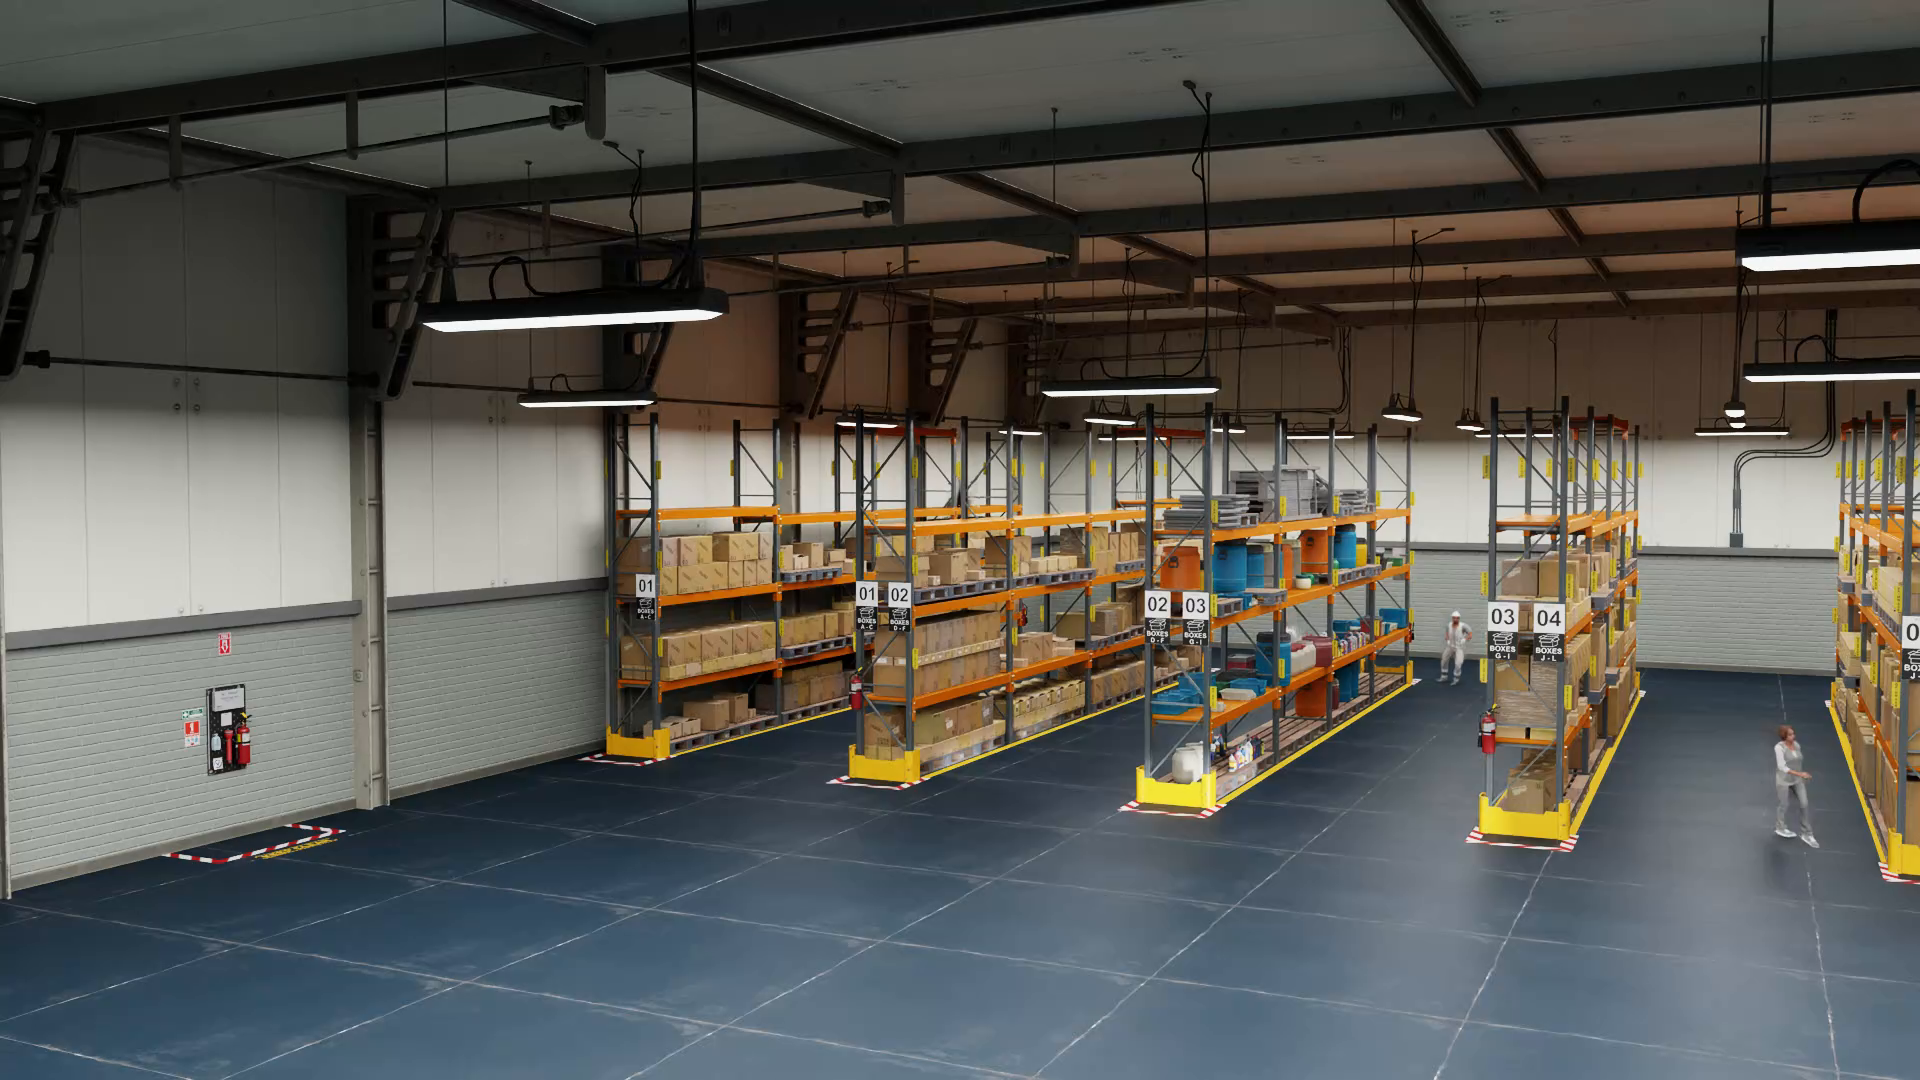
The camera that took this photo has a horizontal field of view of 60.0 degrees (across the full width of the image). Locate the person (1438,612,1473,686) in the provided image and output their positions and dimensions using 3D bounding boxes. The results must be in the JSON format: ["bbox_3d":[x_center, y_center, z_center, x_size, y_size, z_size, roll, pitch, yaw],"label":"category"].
[{"bbox_3d":[11.480,2.529,38.572,0.806,1.747,0.554,2,3,35],"label":"person"}]

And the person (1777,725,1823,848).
[{"bbox_3d":[11.107,3.243,22.144,0.531,1.575,0.794,0,2,-4],"label":"person"}]

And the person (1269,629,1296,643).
[{"bbox_3d":[7.067,2.616,36.705,0.702,1.677,0.617,1,2,16],"label":"person"}]
